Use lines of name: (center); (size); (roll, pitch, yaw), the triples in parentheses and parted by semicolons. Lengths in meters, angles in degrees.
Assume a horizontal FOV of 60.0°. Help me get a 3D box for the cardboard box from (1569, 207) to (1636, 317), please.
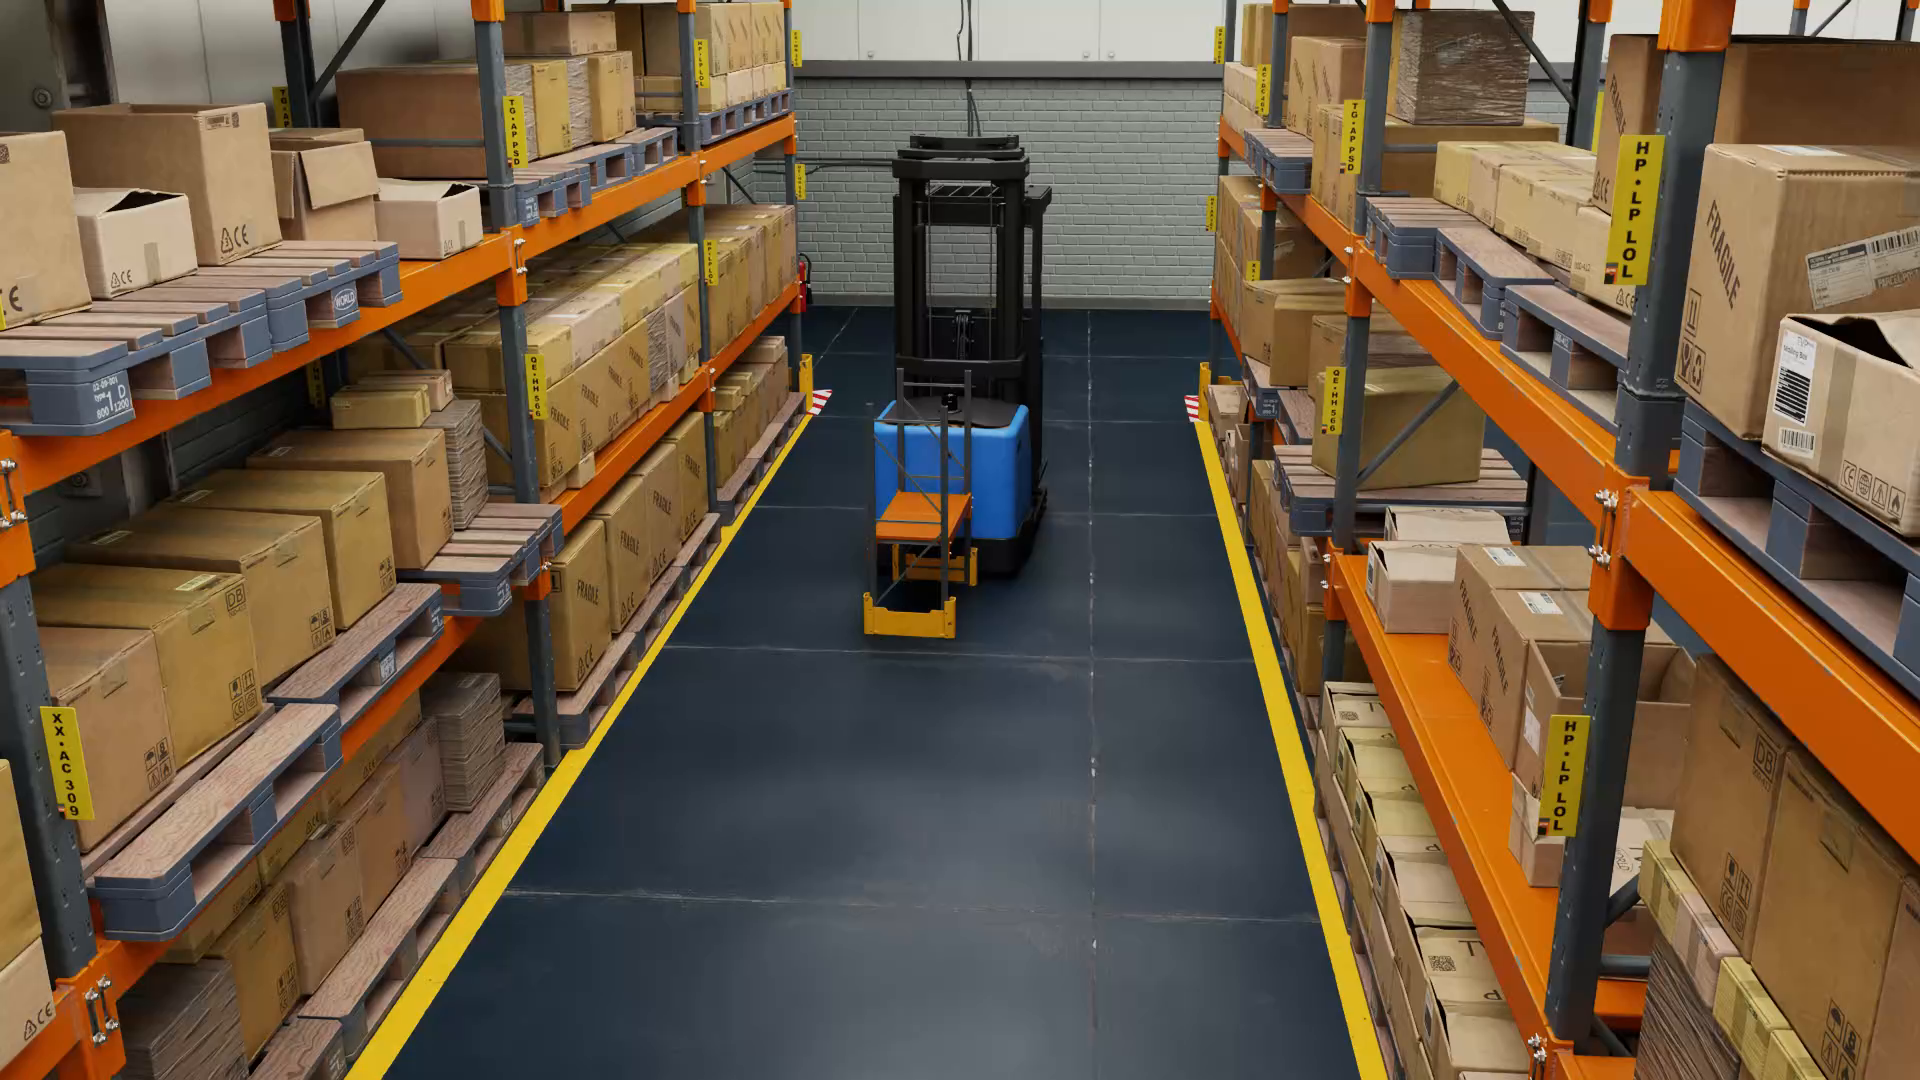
cardboard box: (2.122, -0.811, 4.831); (0.500, 0.250, 0.500); (0, 18, -1)

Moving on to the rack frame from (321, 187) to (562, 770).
rack frame: (-2.623, -0.248, 8.361); (1.000, 3.000, 0.127); (1, 18, 4)

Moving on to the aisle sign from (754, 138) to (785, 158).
aisle sign: (-1.745, -3.983, 15.587); (0.394, 0.787, 0.004); (1, 18, 4)

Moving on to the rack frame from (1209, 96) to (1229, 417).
rack frame: (2.892, -2.623, 15.610); (1.000, 3.000, 0.127); (1, 18, 4)

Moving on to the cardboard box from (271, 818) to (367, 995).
cardboard box: (-2.810, 1.425, 6.564); (0.700, 0.500, 0.500); (1, 18, 5)

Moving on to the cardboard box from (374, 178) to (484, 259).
cardboard box: (-2.405, -1.411, 7.204); (0.500, 0.311, 0.500); (1, 18, 4)

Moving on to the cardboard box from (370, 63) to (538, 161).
cardboard box: (-2.660, -2.247, 8.779); (0.700, 0.500, 0.500); (0, 18, 1)

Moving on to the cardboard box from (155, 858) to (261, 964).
cardboard box: (-2.846, 1.251, 5.890); (0.500, 0.250, 0.500); (1, 18, 3)

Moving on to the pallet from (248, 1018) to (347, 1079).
pallet: (-2.856, 2.078, 5.742); (1.003, 0.211, 1.213); (1, 18, 4)

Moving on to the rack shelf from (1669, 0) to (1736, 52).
rack shelf: (1.888, -0.594, 1.580); (1.077, 0.370, 4.000); (1, 18, 4)

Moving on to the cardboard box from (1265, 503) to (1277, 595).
cardboard box: (2.257, 0.064, 10.718); (0.500, 0.500, 0.500); (2, 18, 5)

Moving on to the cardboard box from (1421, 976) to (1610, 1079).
cardboard box: (1.805, 1.651, 5.408); (0.500, 0.311, 0.500); (2, 18, 5)

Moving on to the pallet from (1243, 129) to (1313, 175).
pallet: (2.488, -2.516, 10.768); (1.213, 0.211, 1.003); (1, 18, 4)

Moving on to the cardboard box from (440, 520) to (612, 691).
cardboard box: (-2.440, 0.349, 9.319); (0.750, 0.750, 0.750); (1, 18, 3)

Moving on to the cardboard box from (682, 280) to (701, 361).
cardboard box: (-2.118, -1.539, 11.633); (0.500, 0.500, 0.500); (1, 18, 3)

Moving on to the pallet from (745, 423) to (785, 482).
pallet: (-2.119, -0.779, 14.462); (1.003, 0.211, 1.213); (1, 18, 4)

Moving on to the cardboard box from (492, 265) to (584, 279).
cardboard box: (-2.691, -1.589, 10.581); (0.500, 0.250, 0.500); (1, 18, 2)

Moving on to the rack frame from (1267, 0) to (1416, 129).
rack frame: (2.605, -4.231, 10.885); (1.000, 3.000, 0.127); (1, 18, 4)

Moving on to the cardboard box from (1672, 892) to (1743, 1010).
cardboard box: (1.801, 0.905, 3.640); (0.380, 0.149, 0.250); (2, 18, 5)

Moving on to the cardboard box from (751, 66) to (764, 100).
cardboard box: (-1.906, -3.777, 13.720); (0.500, 0.250, 0.500); (1, 18, 2)

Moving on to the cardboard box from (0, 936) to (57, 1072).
cardboard box: (-2.642, 1.210, 4.121); (0.500, 0.250, 0.500); (1, 18, 4)

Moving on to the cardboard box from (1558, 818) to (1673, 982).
cardboard box: (2.023, 1.022, 4.729); (0.500, 0.250, 0.500); (2, 18, 7)

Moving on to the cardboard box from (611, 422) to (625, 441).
cardboard box: (-2.269, -0.711, 10.148); (0.380, 0.149, 0.250); (1, 18, 4)

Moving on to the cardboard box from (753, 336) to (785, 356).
cardboard box: (-1.828, -1.789, 15.362); (0.380, 0.149, 0.250); (1, 18, 3)

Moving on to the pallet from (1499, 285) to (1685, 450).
pallet: (2.082, -0.505, 4.636); (0.805, 0.209, 1.217); (1, 18, 2)

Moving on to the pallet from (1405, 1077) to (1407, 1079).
pallet: (2.045, 2.200, 5.371); (1.003, 0.211, 1.213); (1, 18, 4)

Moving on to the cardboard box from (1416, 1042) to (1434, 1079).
cardboard box: (1.810, 1.919, 5.491); (0.500, 0.250, 0.500); (1, 18, 3)

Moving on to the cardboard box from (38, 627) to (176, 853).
cardboard box: (-2.839, 0.581, 4.966); (0.700, 0.500, 0.500); (1, 18, 4)

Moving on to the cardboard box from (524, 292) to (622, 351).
cardboard box: (-2.264, -1.260, 9.576); (0.500, 0.250, 0.500); (1, 18, 4)

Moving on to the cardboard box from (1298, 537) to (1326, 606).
cardboard box: (2.151, 0.171, 9.187); (0.500, 0.250, 0.500); (2, 18, 6)

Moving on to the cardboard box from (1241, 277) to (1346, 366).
cardboard box: (2.348, -1.485, 11.304); (0.700, 0.500, 0.500); (-5, 19, -15)

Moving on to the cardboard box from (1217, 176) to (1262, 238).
cardboard box: (2.597, -3.014, 15.036); (0.500, 0.500, 0.500); (2, 18, 6)

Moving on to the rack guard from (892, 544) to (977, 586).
rack guard: (-0.174, 0.173, 11.494); (0.587, 0.250, 0.087); (3, 18, 8)

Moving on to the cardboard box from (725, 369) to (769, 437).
cardboard box: (-2.071, -1.213, 14.647); (0.700, 0.500, 0.500); (1, 18, 2)

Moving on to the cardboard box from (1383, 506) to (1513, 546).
cardboard box: (2.248, 0.016, 7.699); (0.500, 0.311, 0.500); (2, 18, 7)

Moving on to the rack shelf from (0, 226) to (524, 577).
rack shelf: (-2.767, -0.710, 6.111); (1.077, 0.370, 4.000); (1, 18, 4)

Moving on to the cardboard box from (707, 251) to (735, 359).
cardboard box: (-2.281, -1.801, 12.619); (0.980, 0.700, 0.700); (2, 18, 5)

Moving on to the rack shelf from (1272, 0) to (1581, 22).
rack shelf: (2.461, -3.078, 9.163); (1.077, 0.370, 4.000); (1, 18, 4)

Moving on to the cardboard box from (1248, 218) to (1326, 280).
cardboard box: (2.383, -2.066, 12.144); (0.500, 0.500, 0.500); (1, 18, 4)

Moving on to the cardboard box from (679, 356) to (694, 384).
cardboard box: (-2.073, -1.190, 11.608); (0.380, 0.149, 0.250); (2, 18, 5)

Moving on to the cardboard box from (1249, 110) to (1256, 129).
cardboard box: (2.421, -3.047, 12.327); (0.500, 0.250, 0.500); (1, 18, 4)

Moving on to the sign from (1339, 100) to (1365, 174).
sign: (1.777, -1.822, 7.519); (0.100, 0.325, 0.005); (1, 18, 4)

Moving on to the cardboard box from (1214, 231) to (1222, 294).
cardboard box: (2.597, -2.538, 15.192); (0.500, 0.500, 0.500); (2, 18, 5)

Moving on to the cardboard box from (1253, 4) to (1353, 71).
cardboard box: (2.693, -3.947, 13.067); (0.700, 0.500, 0.500); (1, 18, 4)

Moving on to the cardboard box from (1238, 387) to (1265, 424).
cardboard box: (2.734, -0.987, 13.920); (0.797, 0.503, 0.637); (1, 18, 4)

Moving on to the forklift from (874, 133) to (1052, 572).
forklift: (0.094, -1.587, 12.558); (1.130, 2.935, 3.031); (3, 18, 8)

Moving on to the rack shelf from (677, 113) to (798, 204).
rack shelf: (-2.193, -3.195, 13.693); (1.077, 0.370, 4.000); (1, 18, 4)

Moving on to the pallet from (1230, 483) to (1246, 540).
pallet: (2.655, -0.269, 12.904); (1.003, 0.211, 1.213); (1, 18, 4)

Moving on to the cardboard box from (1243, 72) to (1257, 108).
cardboard box: (2.446, -3.440, 12.724); (0.500, 0.250, 0.500); (1, 18, 4)

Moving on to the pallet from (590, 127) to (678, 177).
pallet: (-2.353, -2.539, 10.843); (0.805, 0.209, 1.217); (1, 18, 2)

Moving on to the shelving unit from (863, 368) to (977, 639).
shelving unit: (-0.247, -0.268, 10.832); (0.587, 1.500, 1.083); (3, 18, 8)

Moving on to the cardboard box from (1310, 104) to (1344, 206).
cardboard box: (2.390, -2.067, 8.937); (0.910, 0.500, 0.500); (1, 18, 4)

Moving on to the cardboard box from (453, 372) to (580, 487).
cardboard box: (-2.333, -0.591, 8.739); (0.500, 0.500, 0.500); (2, 18, 6)

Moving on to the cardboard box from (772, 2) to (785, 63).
cardboard box: (-1.830, -4.456, 14.590); (0.500, 0.500, 0.500); (1, 18, 4)

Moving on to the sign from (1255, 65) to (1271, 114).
sign: (2.063, -3.061, 11.301); (0.100, 0.325, 0.005); (1, 18, 4)

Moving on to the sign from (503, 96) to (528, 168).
sign: (-2.082, -1.906, 7.775); (0.100, 0.325, 0.005); (1, 18, 4)
